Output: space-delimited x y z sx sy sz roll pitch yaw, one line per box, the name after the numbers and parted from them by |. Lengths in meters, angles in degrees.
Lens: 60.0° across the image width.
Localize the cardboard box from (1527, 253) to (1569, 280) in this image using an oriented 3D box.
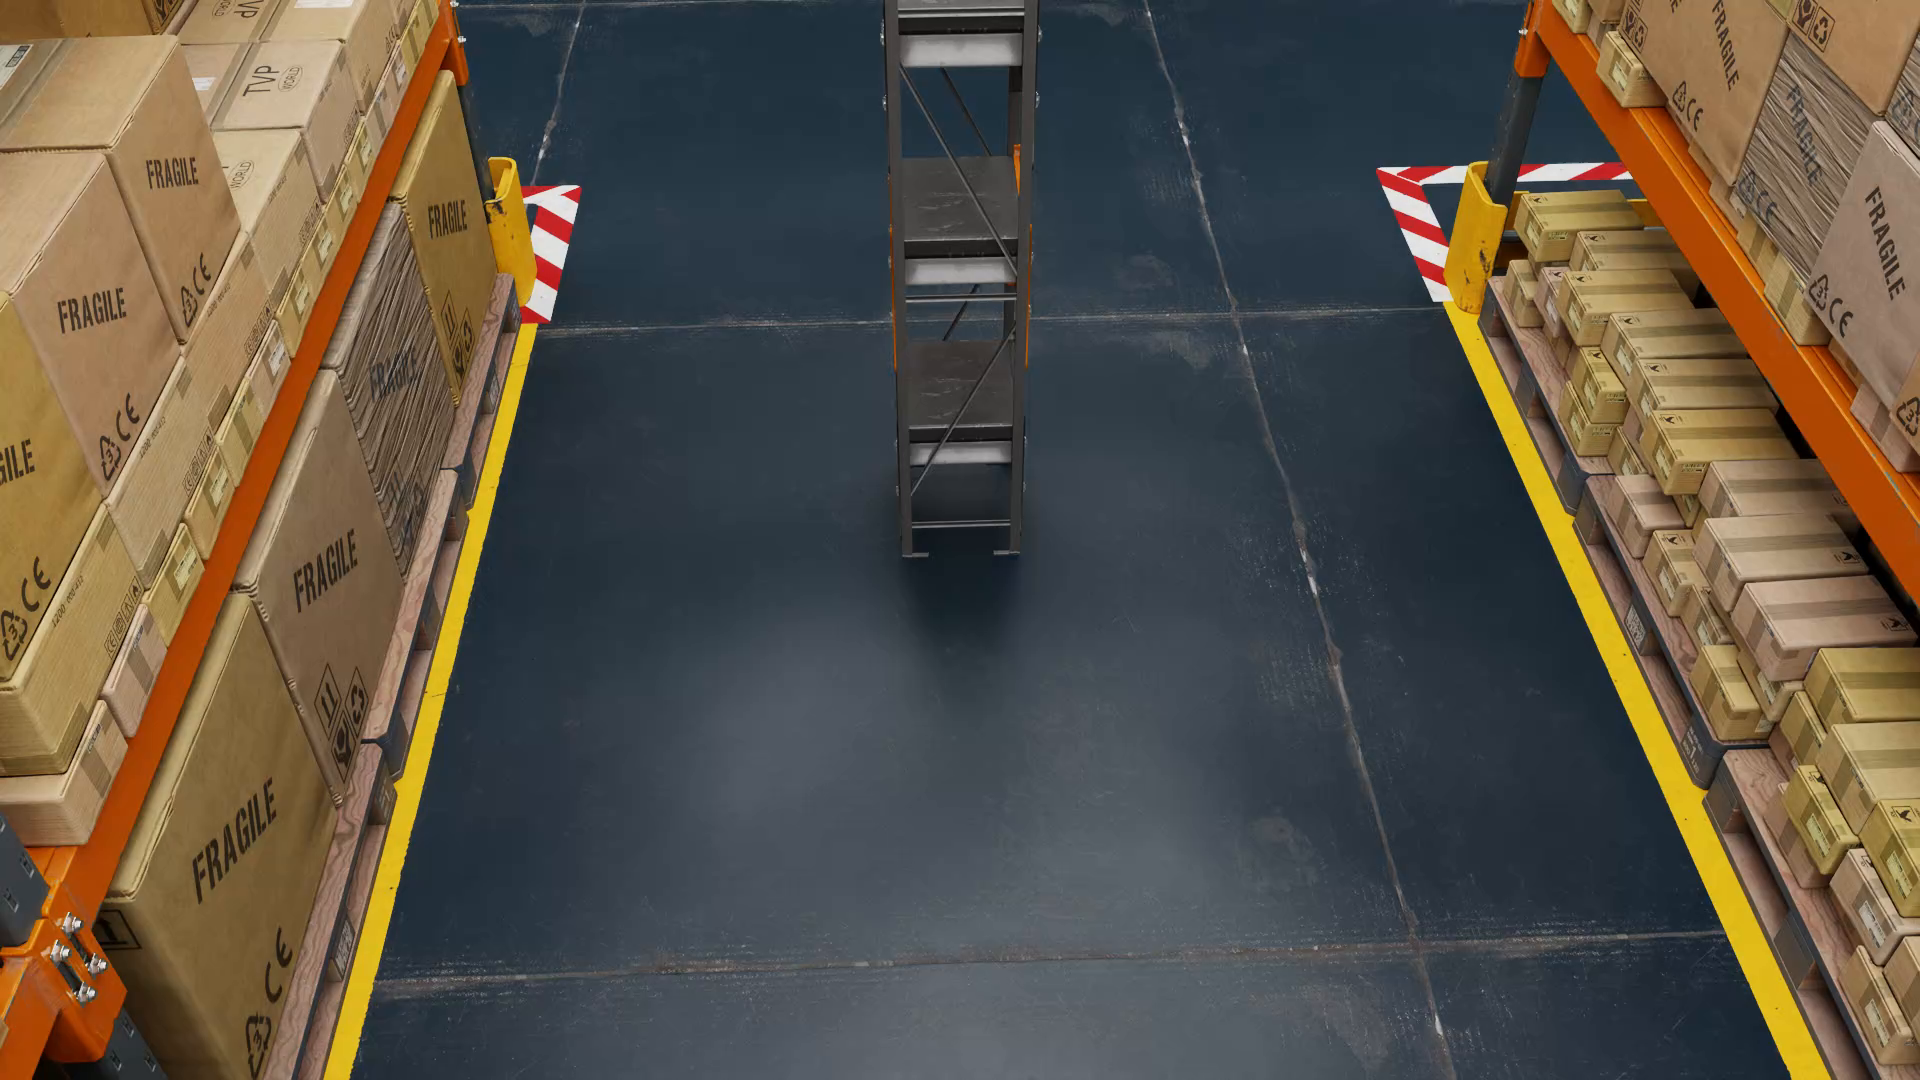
2.372 -1.056 6.261 0.380 0.149 0.250 0 43 0 | cardboard box

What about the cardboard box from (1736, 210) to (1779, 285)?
2.409 -0.832 4.623 0.380 0.149 0.250 0 43 0 | cardboard box

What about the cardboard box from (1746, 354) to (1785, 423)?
2.846 -0.534 5.692 0.380 0.149 0.250 -2 43 -2 | cardboard box

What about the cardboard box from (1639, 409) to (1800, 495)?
2.364 -0.276 5.190 0.380 0.149 0.250 -1 43 -1 | cardboard box

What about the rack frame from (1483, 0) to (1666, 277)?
2.606 -2.204 5.934 1.000 3.000 0.127 -2 43 -2 | rack frame

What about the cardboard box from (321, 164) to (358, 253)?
-1.953 -0.942 4.743 0.380 0.149 0.250 -1 43 -2 | cardboard box

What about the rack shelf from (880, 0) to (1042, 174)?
-0.007 -1.392 4.699 0.431 0.518 0.480 -2 43 -2 | rack shelf

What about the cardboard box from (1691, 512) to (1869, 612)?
2.372 0.062 4.821 0.380 0.149 0.250 -3 43 -3 | cardboard box

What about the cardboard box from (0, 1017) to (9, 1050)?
-1.891 0.842 2.538 0.500 0.500 0.500 -2 43 -2 | cardboard box

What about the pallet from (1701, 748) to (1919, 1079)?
2.712 1.072 4.424 1.003 0.211 1.213 -2 43 -2 | pallet

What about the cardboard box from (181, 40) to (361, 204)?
-2.025 -1.179 4.707 0.500 0.250 0.500 -3 43 -3 | cardboard box

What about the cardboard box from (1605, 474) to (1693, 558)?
2.350 -0.087 5.424 0.380 0.149 0.250 -4 43 -4 | cardboard box

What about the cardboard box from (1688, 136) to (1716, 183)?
2.437 -1.175 4.997 0.380 0.149 0.250 -2 43 -2 | cardboard box

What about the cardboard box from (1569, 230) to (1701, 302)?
2.421 -0.981 5.959 0.380 0.149 0.250 -1 43 -1 | cardboard box

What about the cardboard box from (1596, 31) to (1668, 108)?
2.302 -1.529 5.385 0.380 0.149 0.250 -3 43 -3 | cardboard box

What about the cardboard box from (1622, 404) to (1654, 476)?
2.434 -0.354 5.496 0.380 0.149 0.250 -4 43 -4 | cardboard box

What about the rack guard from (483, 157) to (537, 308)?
-2.355 -1.225 6.716 1.175 0.500 0.348 -2 43 -2 | rack guard

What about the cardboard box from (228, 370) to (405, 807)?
-2.170 0.144 4.635 0.875 0.875 0.875 -2 43 -2 | cardboard box

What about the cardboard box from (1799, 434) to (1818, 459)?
2.888 -0.297 5.213 0.380 0.149 0.250 -3 43 -3 | cardboard box

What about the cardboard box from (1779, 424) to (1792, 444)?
2.971 -0.270 5.624 0.380 0.149 0.250 -3 43 -4 | cardboard box

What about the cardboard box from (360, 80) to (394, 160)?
-1.978 -1.292 5.126 0.380 0.149 0.250 -1 43 -1 | cardboard box

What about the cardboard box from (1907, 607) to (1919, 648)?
2.937 0.329 4.750 0.380 0.149 0.250 0 43 0 | cardboard box

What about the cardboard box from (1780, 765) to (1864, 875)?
2.392 0.717 4.327 0.380 0.149 0.250 -3 43 -3 | cardboard box

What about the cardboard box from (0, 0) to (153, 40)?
-2.554 -1.442 4.439 0.500 0.500 0.500 -3 43 -3 | cardboard box

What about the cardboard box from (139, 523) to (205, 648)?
-1.887 0.099 3.608 0.380 0.149 0.250 0 43 0 | cardboard box

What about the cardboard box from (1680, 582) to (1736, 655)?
2.431 0.261 5.045 0.380 0.149 0.250 -1 43 -1 | cardboard box

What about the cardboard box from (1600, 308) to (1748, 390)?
2.397 -0.642 5.589 0.380 0.149 0.250 -4 43 -4 | cardboard box

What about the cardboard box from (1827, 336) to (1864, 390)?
2.473 -0.481 4.240 0.380 0.149 0.250 -2 43 -2 | cardboard box

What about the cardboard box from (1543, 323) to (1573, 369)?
2.401 -0.771 6.170 0.380 0.149 0.250 -2 43 -2 | cardboard box

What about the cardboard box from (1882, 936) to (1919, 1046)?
2.445 1.079 3.931 0.380 0.149 0.250 -1 43 -1 | cardboard box

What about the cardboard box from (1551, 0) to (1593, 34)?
2.292 -1.883 5.771 0.380 0.149 0.250 -2 43 -2 | cardboard box

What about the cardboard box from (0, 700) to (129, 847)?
-1.864 0.454 3.221 0.380 0.149 0.250 -2 43 -2 | cardboard box

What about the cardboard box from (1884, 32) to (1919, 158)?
2.451 -1.023 3.612 0.500 0.500 0.500 -1 43 -1 | cardboard box

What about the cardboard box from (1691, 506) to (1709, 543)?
2.489 0.010 5.098 0.380 0.149 0.250 0 43 0 | cardboard box

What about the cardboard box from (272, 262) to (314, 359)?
-1.932 -0.598 4.369 0.380 0.149 0.250 -3 43 -3 | cardboard box

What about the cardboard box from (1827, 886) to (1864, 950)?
2.491 0.960 4.282 0.380 0.149 0.250 -1 43 -1 | cardboard box

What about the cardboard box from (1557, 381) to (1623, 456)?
2.320 -0.427 5.795 0.380 0.149 0.250 -1 43 -1 | cardboard box

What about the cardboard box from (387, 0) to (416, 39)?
-2.068 -1.865 5.455 0.500 0.250 0.500 -2 43 -2 | cardboard box

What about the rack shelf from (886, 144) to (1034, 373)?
-0.007 -0.876 5.172 0.431 0.518 0.480 -2 43 -2 | rack shelf

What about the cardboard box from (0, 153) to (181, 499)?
-1.962 -0.424 3.328 0.500 0.500 0.500 -2 43 -2 | cardboard box

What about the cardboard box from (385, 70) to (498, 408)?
-2.247 -1.072 5.961 0.875 0.875 0.875 -2 43 -2 | cardboard box

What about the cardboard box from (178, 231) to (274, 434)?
-1.986 -0.494 3.960 0.500 0.250 0.500 -1 43 -1 | cardboard box

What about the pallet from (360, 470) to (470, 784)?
-2.193 0.257 5.313 1.003 0.211 1.213 -2 43 -2 | pallet

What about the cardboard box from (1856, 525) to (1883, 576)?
3.004 -0.011 5.121 0.380 0.149 0.250 -1 43 -1 | cardboard box

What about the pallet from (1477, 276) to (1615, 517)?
2.608 -0.575 6.221 1.003 0.211 1.213 -2 43 -2 | pallet

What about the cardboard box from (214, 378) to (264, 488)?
-1.911 -0.251 3.990 0.380 0.149 0.250 -2 43 -2 | cardboard box

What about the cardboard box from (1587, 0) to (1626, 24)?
2.349 -2.039 5.461 0.500 0.500 0.500 0 43 0 | cardboard box

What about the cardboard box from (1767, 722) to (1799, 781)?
2.526 0.602 4.672 0.380 0.149 0.250 -3 43 -3 | cardboard box

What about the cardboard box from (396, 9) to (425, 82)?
-1.997 -1.631 5.495 0.380 0.149 0.250 -1 43 -1 | cardboard box

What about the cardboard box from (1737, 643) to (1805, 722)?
2.449 0.373 4.702 0.380 0.149 0.250 -1 43 -1 | cardboard box

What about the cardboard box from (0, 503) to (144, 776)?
-1.942 0.192 3.212 0.500 0.250 0.500 -2 43 -3 | cardboard box

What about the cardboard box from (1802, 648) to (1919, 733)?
2.499 0.424 4.426 0.380 0.149 0.250 0 43 0 | cardboard box

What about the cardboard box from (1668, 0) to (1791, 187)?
2.405 -1.348 4.706 0.500 0.500 0.500 -1 43 -1 | cardboard box

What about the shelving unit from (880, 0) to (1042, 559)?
-0.007 -0.886 5.162 0.431 2.100 0.503 -2 43 -2 | shelving unit

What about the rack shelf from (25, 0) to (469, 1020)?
-2.269 -0.514 4.624 1.077 0.370 4.000 -2 43 -2 | rack shelf

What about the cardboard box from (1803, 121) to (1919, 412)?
2.432 -0.655 3.950 0.500 0.500 0.500 -2 43 -2 | cardboard box

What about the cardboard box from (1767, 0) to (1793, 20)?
2.387 -1.716 4.368 0.500 0.500 0.500 -3 43 -3 | cardboard box

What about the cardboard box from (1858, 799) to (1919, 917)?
2.450 0.769 4.050 0.380 0.149 0.250 -1 43 -1 | cardboard box

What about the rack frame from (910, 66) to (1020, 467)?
-0.017 -1.051 5.342 0.400 2.100 0.015 -2 43 -2 | rack frame
